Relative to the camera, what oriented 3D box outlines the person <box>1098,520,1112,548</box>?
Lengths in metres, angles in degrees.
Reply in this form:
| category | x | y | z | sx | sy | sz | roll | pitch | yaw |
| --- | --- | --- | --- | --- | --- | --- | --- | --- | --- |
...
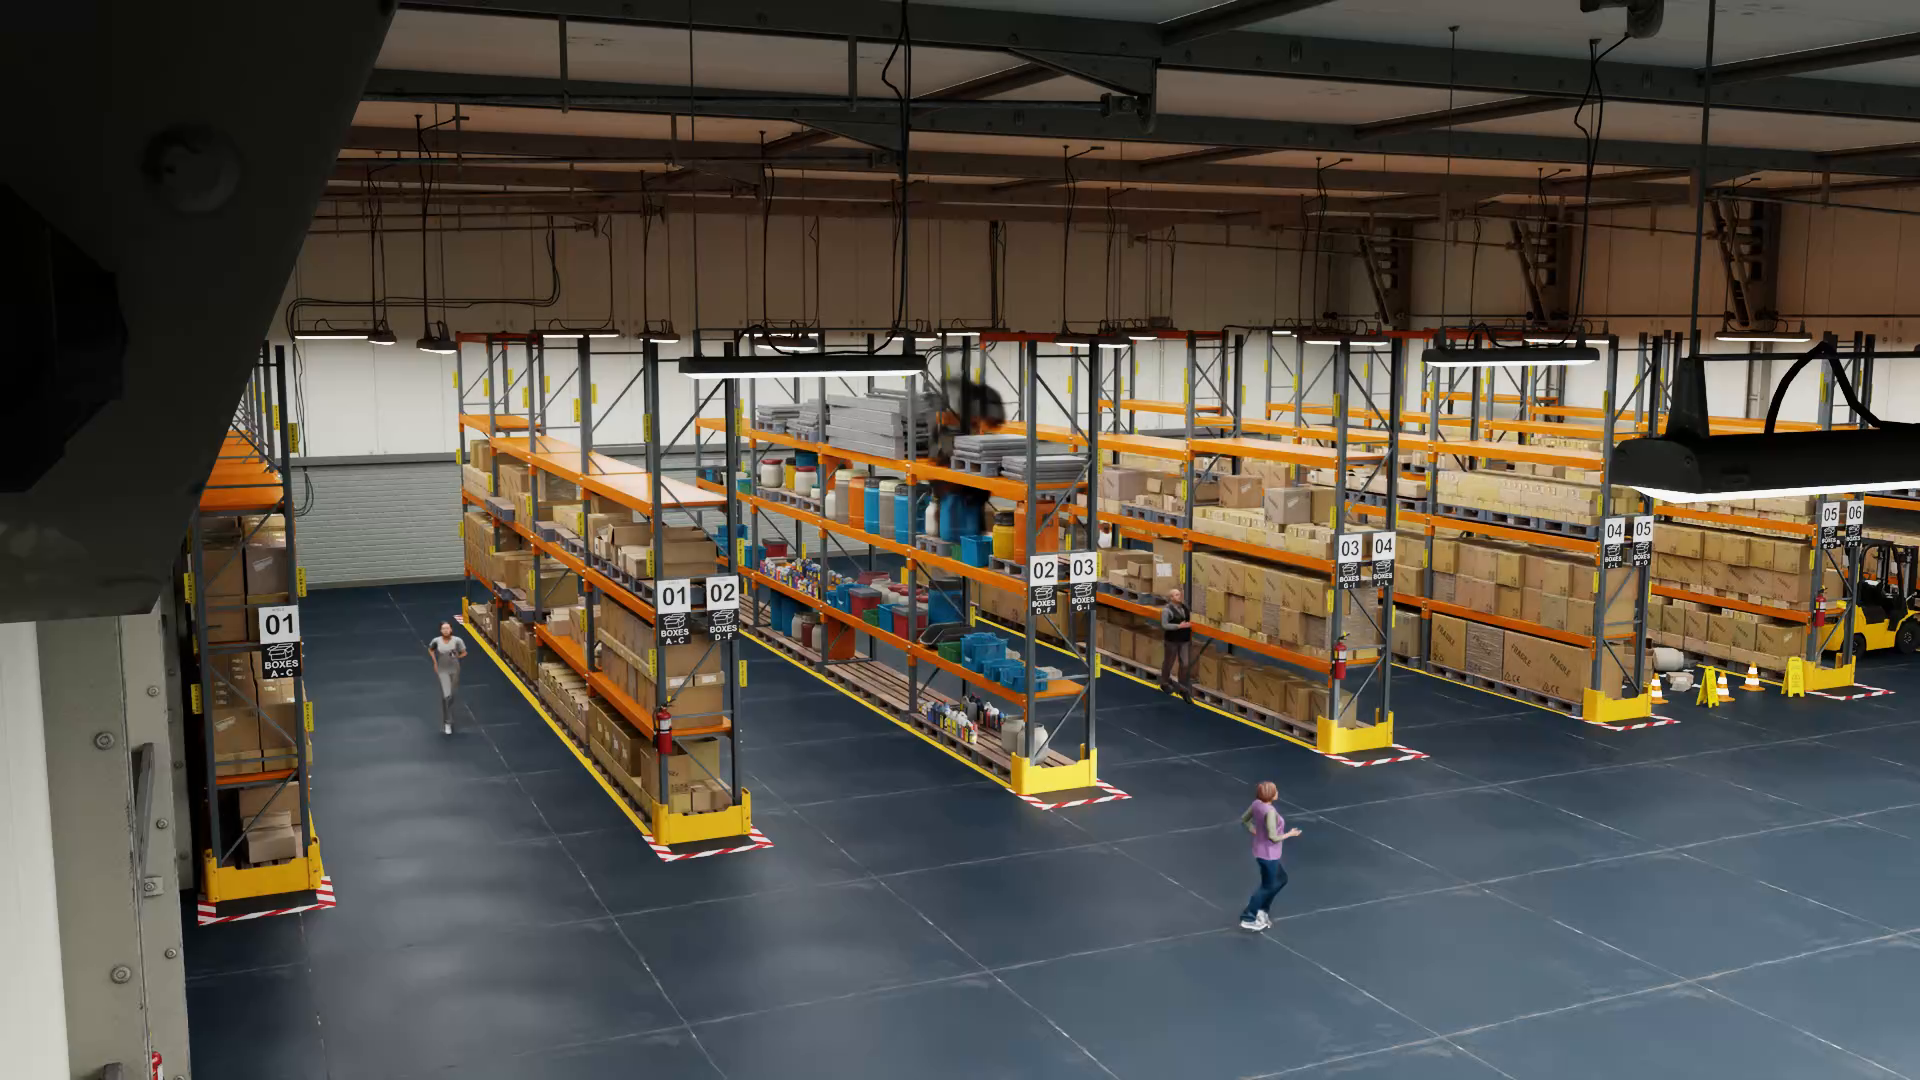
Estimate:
| category | x | y | z | sx | sy | sz | roll | pitch | yaw |
| --- | --- | --- | --- | --- | --- | --- | --- | --- | --- |
| person | 3.276 | 0.402 | 37.576 | 0.669 | 1.819 | 0.747 | -4 | 9 | -28 |

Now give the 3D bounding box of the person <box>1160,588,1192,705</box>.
| category | x | y | z | sx | sy | sz | roll | pitch | yaw |
| --- | --- | --- | --- | --- | --- | --- | --- | --- | --- |
| person | 3.407 | 1.665 | 26.285 | 0.623 | 1.822 | 0.717 | -4 | 9 | -26 |

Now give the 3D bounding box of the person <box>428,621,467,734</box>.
| category | x | y | z | sx | sy | sz | roll | pitch | yaw |
| --- | --- | --- | --- | --- | --- | --- | --- | --- | --- |
| person | -7.848 | 2.080 | 25.557 | 0.539 | 1.731 | 0.755 | -4 | 9 | -25 |

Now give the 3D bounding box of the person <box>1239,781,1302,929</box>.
| category | x | y | z | sx | sy | sz | roll | pitch | yaw |
| --- | --- | --- | --- | --- | --- | --- | --- | --- | --- |
| person | 3.190 | 3.295 | 17.121 | 0.614 | 1.502 | 0.516 | -1 | 8 | -4 |
